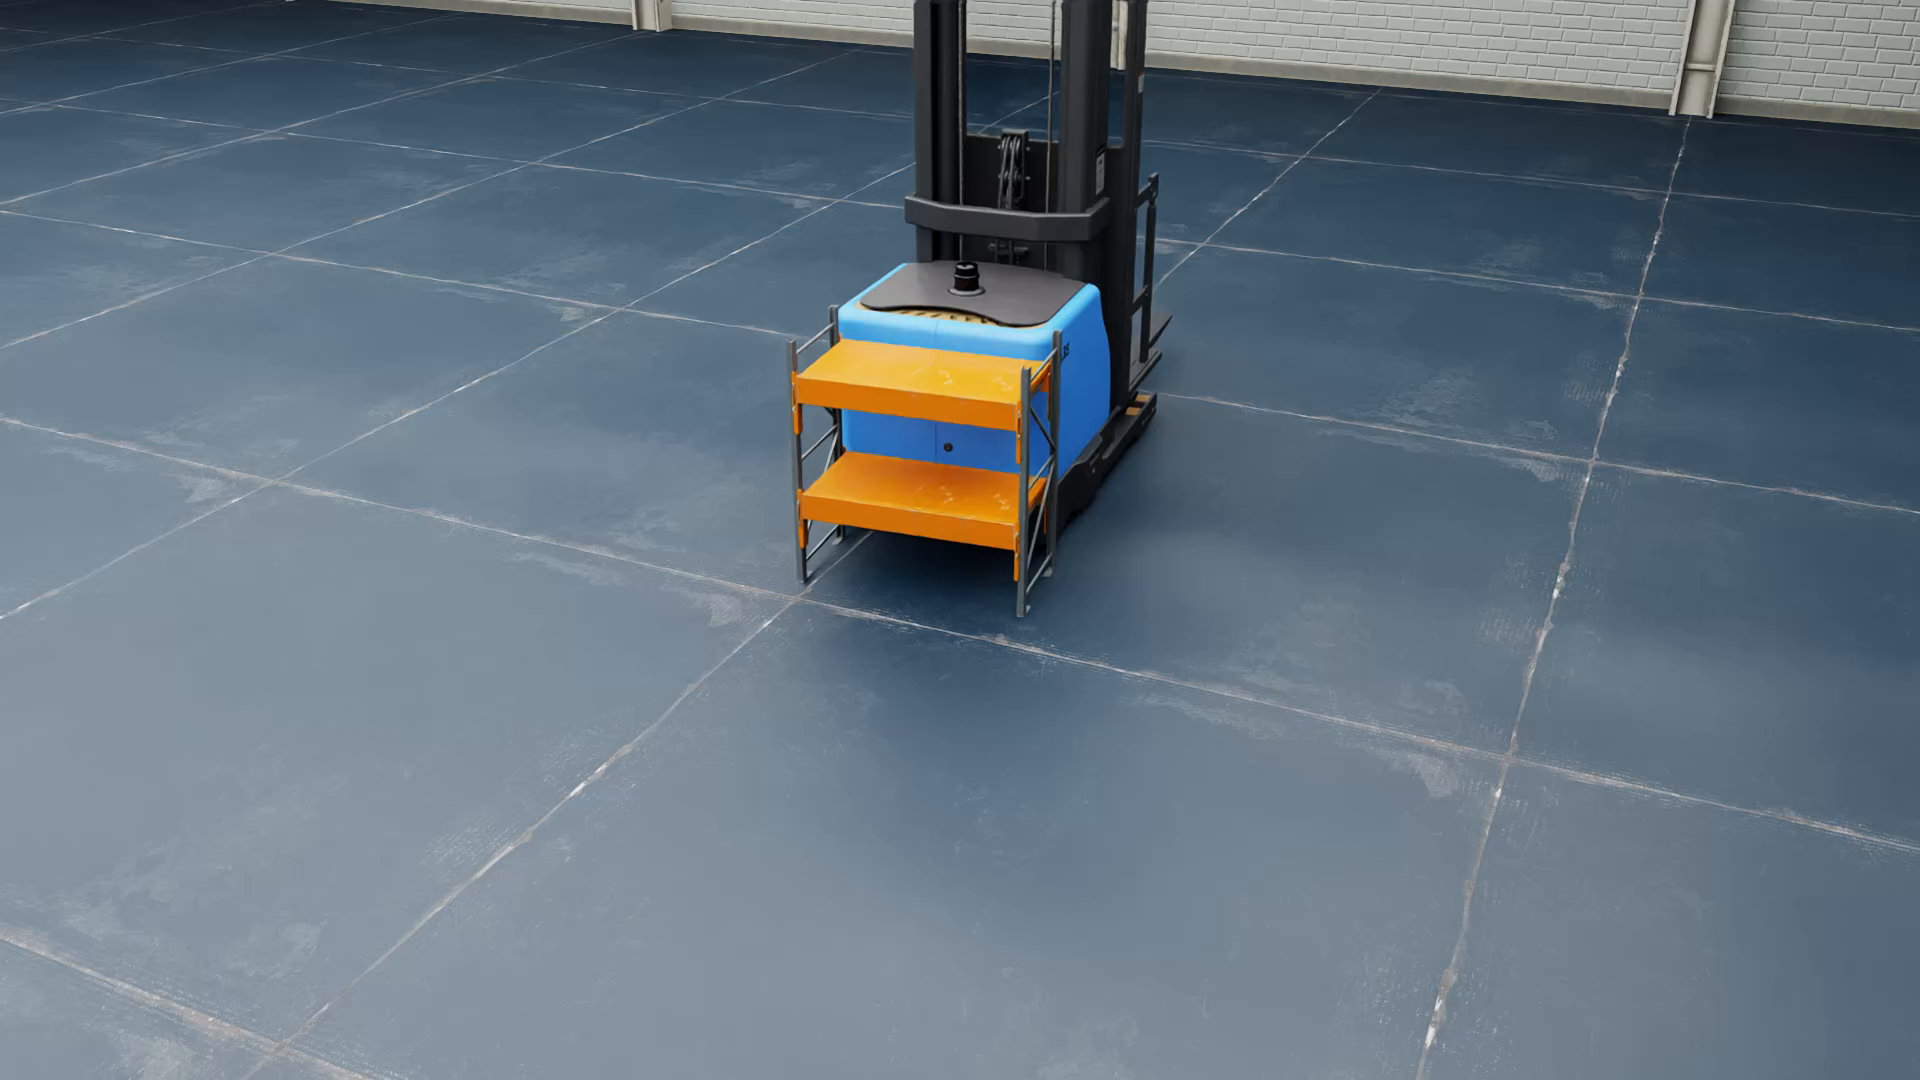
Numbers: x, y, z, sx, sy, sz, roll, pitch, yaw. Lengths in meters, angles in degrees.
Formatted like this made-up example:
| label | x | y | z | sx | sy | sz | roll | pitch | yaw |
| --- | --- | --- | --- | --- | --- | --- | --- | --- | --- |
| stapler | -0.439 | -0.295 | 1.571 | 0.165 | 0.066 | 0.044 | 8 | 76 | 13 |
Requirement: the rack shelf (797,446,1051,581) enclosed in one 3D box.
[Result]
| label | x | y | z | sx | sy | sz | roll | pitch | yaw |
| --- | --- | --- | --- | --- | --- | --- | --- | --- | --- |
| rack shelf | -0.146 | -0.128 | 7.290 | 1.000 | 0.278 | 0.538 | 9 | 27 | 17 |

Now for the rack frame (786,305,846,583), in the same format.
| label | x | y | z | sx | sy | sz | roll | pitch | yaw |
| --- | --- | --- | --- | --- | --- | --- | --- | --- | --- |
| rack frame | -0.627 | -0.420 | 7.329 | 0.032 | 1.125 | 0.500 | 9 | 27 | 17 |

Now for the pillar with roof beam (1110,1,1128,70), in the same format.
| label | x | y | z | sx | sy | sz | roll | pitch | yaw |
| --- | --- | --- | --- | --- | --- | --- | --- | --- | --- |
| pillar with roof beam | -0.126 | -7.555 | 12.906 | 0.400 | 9.000 | 9.100 | 11 | 28 | 22 |

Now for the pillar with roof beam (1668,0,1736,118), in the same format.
| label | x | y | z | sx | sy | sz | roll | pitch | yaw |
| --- | --- | --- | --- | --- | --- | --- | --- | --- | --- |
| pillar with roof beam | 5.335 | -6.457 | 10.678 | 0.400 | 9.000 | 9.100 | 11 | 28 | 22 |

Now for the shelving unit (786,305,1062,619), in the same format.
| label | x | y | z | sx | sy | sz | roll | pitch | yaw |
| --- | --- | --- | --- | --- | --- | --- | --- | --- | --- |
| shelving unit | -0.146 | -0.348 | 7.182 | 1.048 | 1.125 | 0.538 | 9 | 27 | 17 |

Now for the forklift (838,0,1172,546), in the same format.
| label | x | y | z | sx | sy | sz | roll | pitch | yaw |
| --- | --- | --- | --- | --- | --- | --- | --- | --- | --- |
| forklift | 0.426 | -1.915 | 8.321 | 1.130 | 2.935 | 3.031 | 9 | 28 | 19 |

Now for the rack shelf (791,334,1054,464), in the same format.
| label | x | y | z | sx | sy | sz | roll | pitch | yaw |
| --- | --- | --- | --- | --- | --- | --- | --- | --- | --- |
| rack shelf | -0.146 | -0.610 | 7.053 | 1.000 | 0.278 | 0.538 | 9 | 27 | 17 |

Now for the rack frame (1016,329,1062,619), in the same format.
| label | x | y | z | sx | sy | sz | roll | pitch | yaw |
| --- | --- | --- | --- | --- | --- | --- | --- | --- | --- |
| rack frame | 0.336 | -0.276 | 7.036 | 0.032 | 1.125 | 0.500 | 9 | 27 | 17 |

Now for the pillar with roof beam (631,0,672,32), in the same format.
| label | x | y | z | sx | sy | sz | roll | pitch | yaw |
| --- | --- | --- | --- | --- | --- | --- | --- | --- | --- |
| pillar with roof beam | -5.588 | -8.652 | 15.135 | 0.400 | 9.000 | 9.100 | 11 | 28 | 22 |
